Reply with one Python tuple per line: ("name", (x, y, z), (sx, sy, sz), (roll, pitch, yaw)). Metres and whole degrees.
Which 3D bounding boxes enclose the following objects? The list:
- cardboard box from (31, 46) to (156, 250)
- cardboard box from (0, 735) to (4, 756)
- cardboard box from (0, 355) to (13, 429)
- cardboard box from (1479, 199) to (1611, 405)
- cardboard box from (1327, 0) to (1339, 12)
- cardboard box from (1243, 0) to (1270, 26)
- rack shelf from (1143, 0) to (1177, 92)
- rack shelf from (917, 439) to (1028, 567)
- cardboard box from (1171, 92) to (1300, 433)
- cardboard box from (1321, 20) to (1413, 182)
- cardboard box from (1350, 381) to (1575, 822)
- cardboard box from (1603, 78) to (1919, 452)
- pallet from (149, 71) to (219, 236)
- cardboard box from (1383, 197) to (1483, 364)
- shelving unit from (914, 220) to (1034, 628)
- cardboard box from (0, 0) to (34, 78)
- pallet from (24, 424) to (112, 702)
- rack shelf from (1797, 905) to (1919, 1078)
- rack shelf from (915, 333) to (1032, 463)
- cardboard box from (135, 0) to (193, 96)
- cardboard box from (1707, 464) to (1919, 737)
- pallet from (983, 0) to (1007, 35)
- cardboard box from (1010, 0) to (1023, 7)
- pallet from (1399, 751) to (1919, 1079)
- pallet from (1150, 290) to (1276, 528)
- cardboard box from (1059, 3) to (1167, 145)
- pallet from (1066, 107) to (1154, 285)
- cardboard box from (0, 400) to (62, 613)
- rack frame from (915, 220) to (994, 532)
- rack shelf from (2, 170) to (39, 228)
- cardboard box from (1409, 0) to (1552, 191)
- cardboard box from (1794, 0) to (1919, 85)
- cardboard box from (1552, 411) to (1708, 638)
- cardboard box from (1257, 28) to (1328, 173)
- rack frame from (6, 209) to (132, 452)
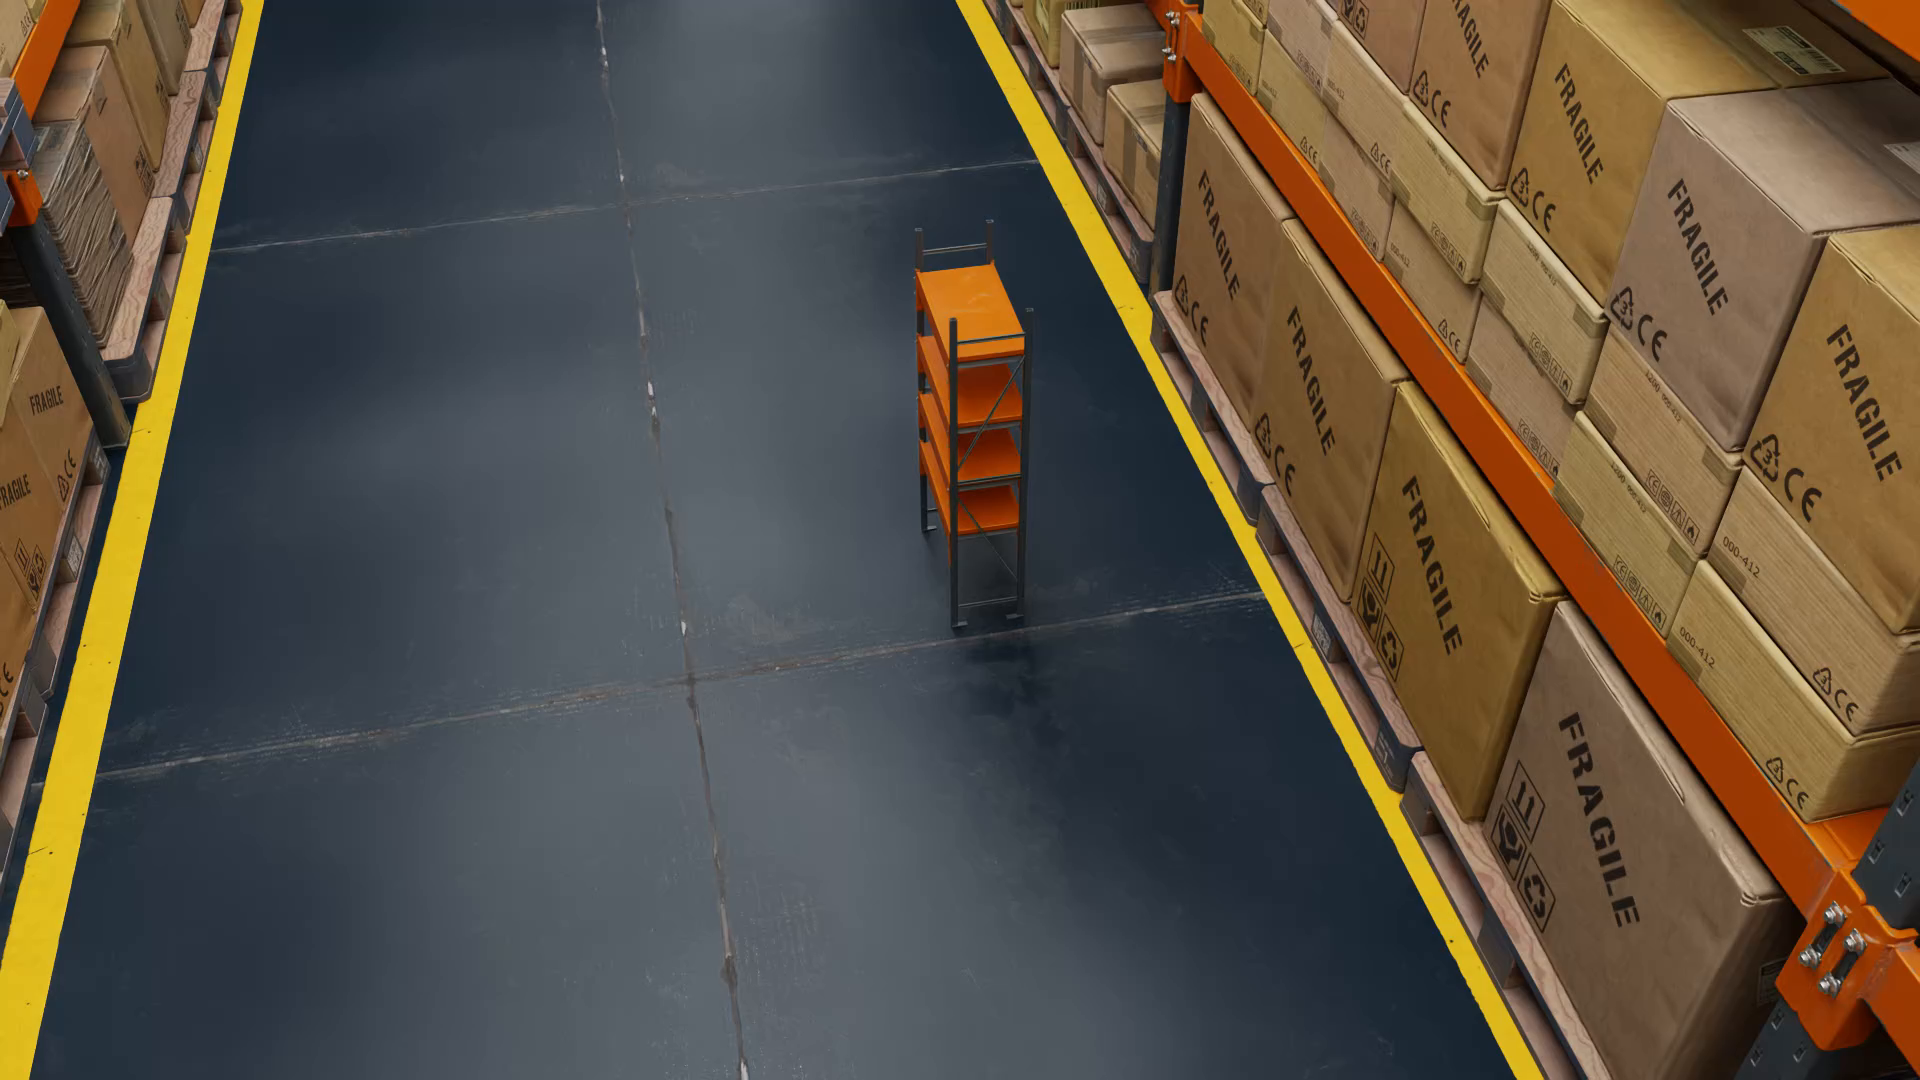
("cardboard box", (-3.840, -1.525, 6.681), (0.875, 0.625, 0.625), (-7, 42, -8))
("cardboard box", (-2.926, 0.593, 4.390), (0.500, 0.500, 0.500), (-10, 43, -11))
("cardboard box", (-3.127, -0.436, 5.059), (0.380, 0.149, 0.250), (-10, 43, -12))
("cardboard box", (1.573, -0.588, 3.889), (0.500, 0.250, 0.500), (-7, 42, -8))
("cardboard box", (1.260, -1.877, 4.777), (0.500, 0.500, 0.500), (-8, 42, -9))
("cardboard box", (1.144, -1.908, 5.376), (0.500, 0.250, 0.500), (-9, 42, -10))
("rack shelf", (0.844, -3.168, 7.602), (1.077, 0.370, 4.000), (-8, 42, -9))
("rack shelf", (0.036, -0.143, 5.407), (0.258, 0.148, 0.480), (-8, 42, -9))
("cardboard box", (1.343, -1.044, 5.951), (0.875, 0.875, 0.875), (-9, 42, -10))
("cardboard box", (1.350, -1.248, 4.633), (0.500, 0.250, 0.500), (-8, 42, -9))
("cardboard box", (1.724, 0.115, 4.646), (0.875, 0.875, 0.875), (-7, 42, -8))
("cardboard box", (1.678, -0.547, 3.279), (0.500, 0.500, 0.500), (-8, 42, -8))
("pallet", (-3.970, -1.713, 7.521), (1.003, 0.211, 1.213), (-8, 42, -9))
("cardboard box", (1.481, -0.741, 4.438), (0.500, 0.250, 0.500), (-8, 42, -9))
("shelving unit", (0.036, -0.341, 5.231), (0.258, 1.200, 0.503), (-8, 42, -9))
("cardboard box", (-3.428, -1.694, 5.512), (0.500, 0.250, 0.500), (-8, 42, -9))
("pallet", (-3.446, 0.105, 5.473), (1.003, 0.211, 1.213), (-8, 42, -9))
("rack shelf", (2.571, 2.017, 1.760), (1.077, 0.370, 4.000), (-8, 42, -9))
("rack shelf", (0.036, -0.458, 5.127), (0.258, 0.148, 0.480), (-8, 42, -9))
("cardboard box", (-4.150, -2.448, 7.721), (0.875, 0.625, 0.625), (-9, 42, -10))
("cardboard box", (1.806, 0.070, 3.148), (0.500, 0.250, 0.500), (-8, 42, -9))
("pallet", (0.582, -3.187, 9.181), (1.003, 0.211, 1.213), (-8, 42, -9))
("cardboard box", (0.686, -3.103, 8.649), (0.950, 0.372, 0.625), (-6, 42, -7))
("pallet", (1.899, 1.005, 4.458), (1.003, 0.211, 1.213), (-8, 42, -9))
("pallet", (1.372, -0.576, 6.240), (1.003, 0.211, 1.213), (-8, 42, -9))
("cardboard box", (0.996, -2.160, 7.587), (0.950, 0.372, 0.625), (-9, 42, -10))
("pallet", (1.108, -1.605, 7.399), (1.003, 0.211, 1.213), (-8, 42, -9))
("cardboard box", (-3.171, -0.080, 5.148), (0.500, 0.500, 0.500), (-9, 42, -10))
("rack frame", (-0.017, -0.500, 5.409), (0.240, 1.200, 0.015), (-8, 42, -9))
("rack shelf", (-3.139, 0.138, 3.877), (1.077, 0.370, 4.000), (-8, 42, -9))
("cardboard box", (1.462, -1.212, 4.028), (0.500, 0.500, 0.500), (-8, 42, -9))
("cardboard box", (2.082, -0.937, 3.718), (0.500, 0.500, 0.500), (-9, 42, -10))
("cardboard box", (1.687, -0.077, 3.690), (0.500, 0.250, 0.500), (-9, 42, -10))
("cardboard box", (1.264, -1.401, 5.182), (0.500, 0.250, 0.500), (-9, 42, -11))
("rack frame", (-3.570, -1.427, 5.098), (1.000, 3.000, 0.127), (-8, 42, -9))
